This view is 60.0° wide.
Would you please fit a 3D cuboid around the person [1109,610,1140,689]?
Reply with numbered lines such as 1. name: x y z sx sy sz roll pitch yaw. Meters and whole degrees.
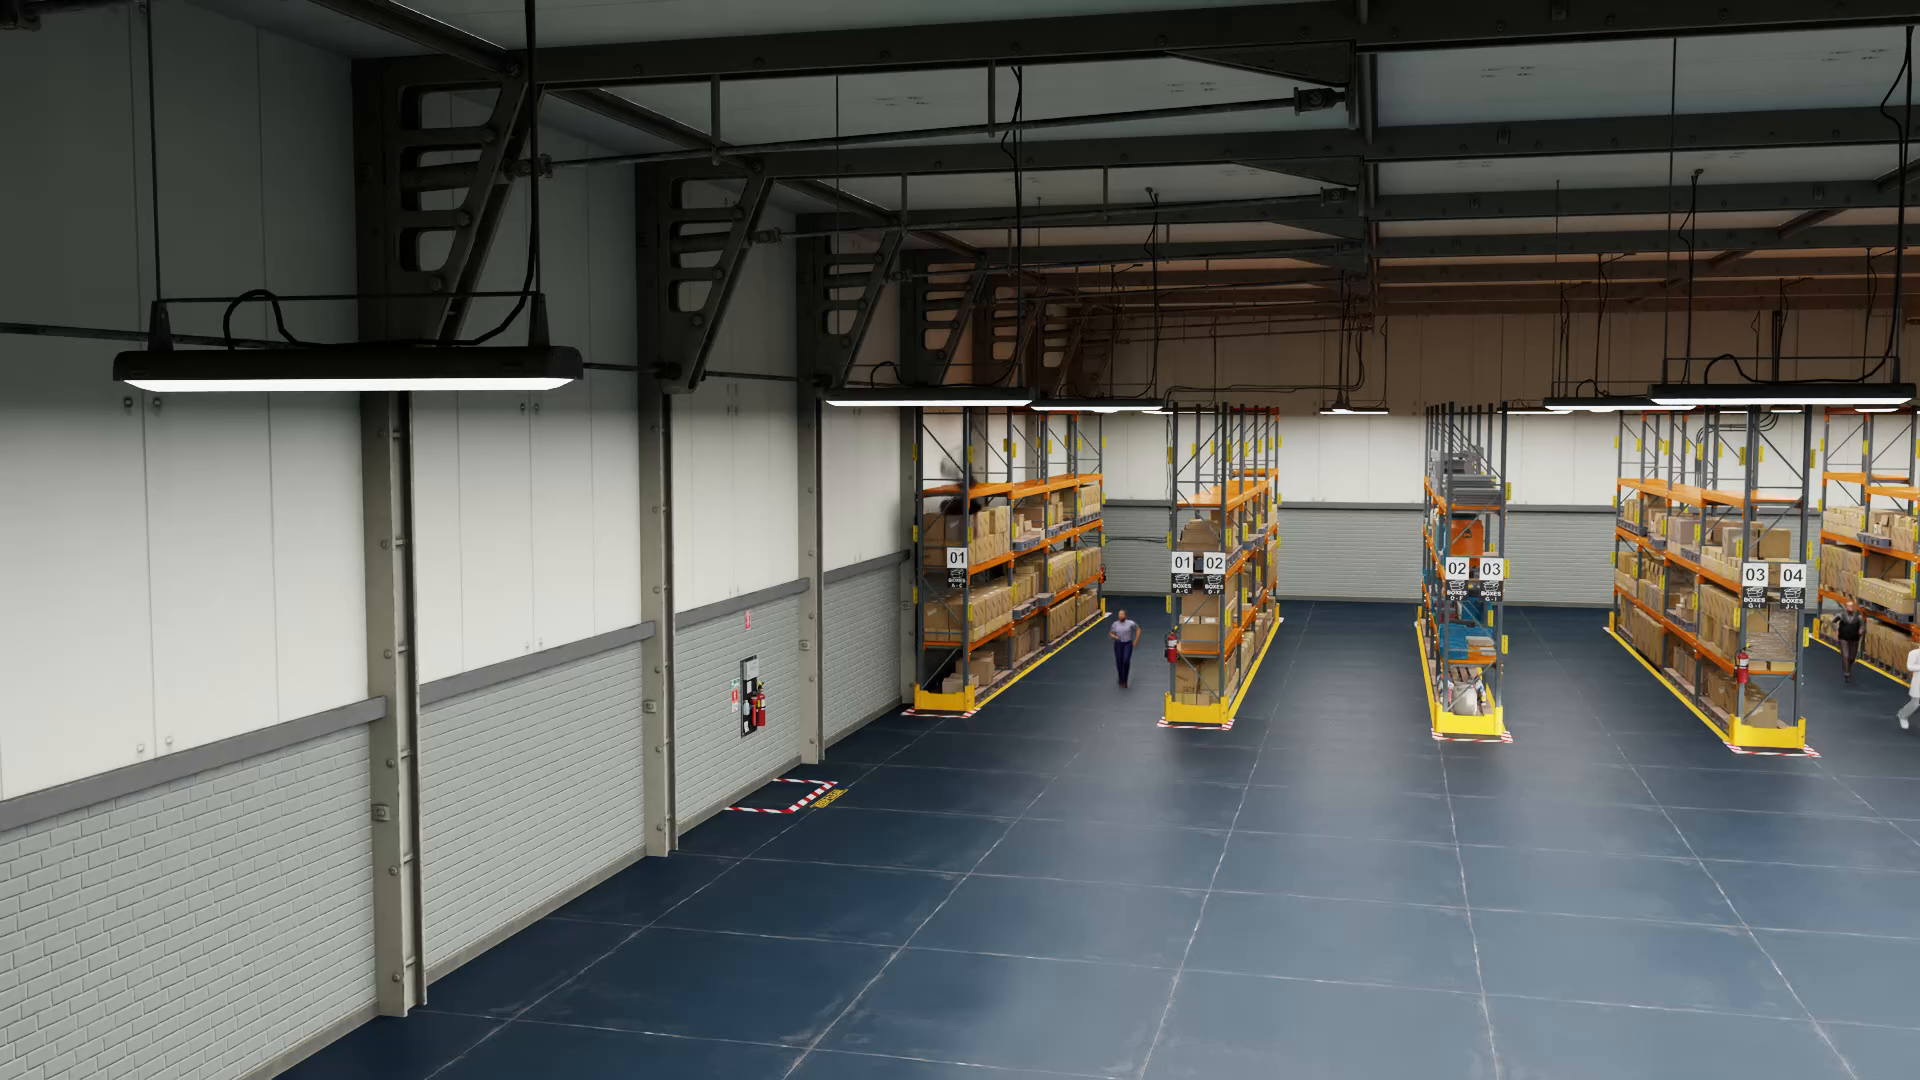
1. person: 3.480 2.318 35.362 0.608 1.685 0.736 1 4 17

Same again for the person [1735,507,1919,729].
1. person: 21.274 1.273 39.362 11.035 3.100 18.808 -1 4 -7

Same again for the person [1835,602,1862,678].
1. person: 19.321 2.164 36.205 0.535 1.623 0.816 1 4 17
